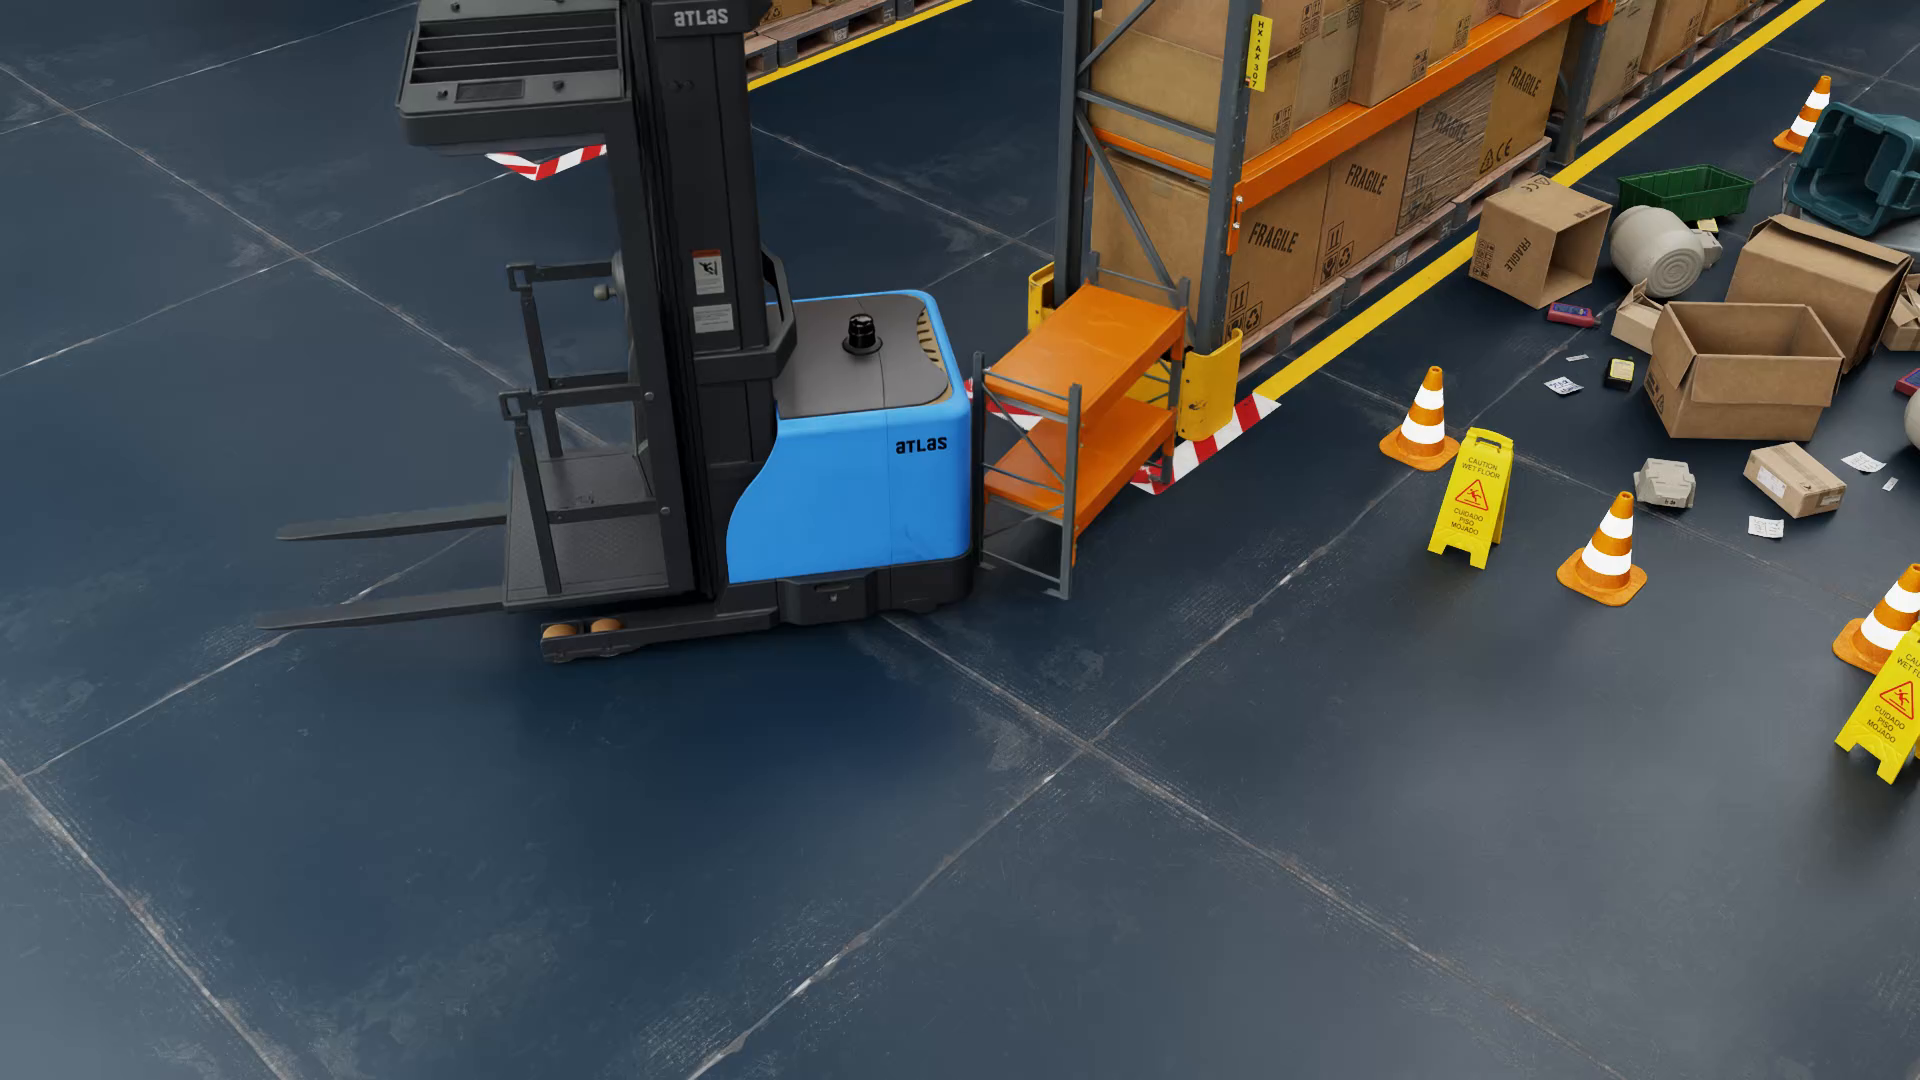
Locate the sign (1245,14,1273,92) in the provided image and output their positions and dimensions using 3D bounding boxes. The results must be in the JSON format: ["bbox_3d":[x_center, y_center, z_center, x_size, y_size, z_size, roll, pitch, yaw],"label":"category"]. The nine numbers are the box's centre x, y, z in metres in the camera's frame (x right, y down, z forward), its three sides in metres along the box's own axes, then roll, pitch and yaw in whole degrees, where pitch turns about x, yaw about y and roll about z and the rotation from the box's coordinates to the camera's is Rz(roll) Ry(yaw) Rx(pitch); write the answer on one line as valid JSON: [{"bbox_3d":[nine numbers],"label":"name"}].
[{"bbox_3d":[1.301,-2.122,7.249,0.100,0.325,0.005,30,47,32],"label":"sign"}]

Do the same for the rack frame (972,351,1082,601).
[{"bbox_3d":[0.274,-0.259,7.172,0.500,1.125,0.032,21,43,24],"label":"rack frame"}]

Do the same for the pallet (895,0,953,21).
[{"bbox_3d":[-0.426,-4.540,13.290,1.003,0.211,1.213,30,47,32],"label":"pallet"}]

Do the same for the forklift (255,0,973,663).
[{"bbox_3d":[-1.510,-0.982,6.630,3.031,2.935,1.130,-7,39,-8],"label":"forklift"}]

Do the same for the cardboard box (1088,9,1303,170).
[{"bbox_3d":[1.113,-2.236,8.031,0.875,0.550,0.550,30,47,32],"label":"cardboard box"}]

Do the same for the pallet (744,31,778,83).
[{"bbox_3d":[-2.072,-3.419,11.880,1.003,0.211,1.213,30,47,32],"label":"pallet"}]

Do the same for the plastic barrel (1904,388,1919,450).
[{"bbox_3d":[4.894,-0.532,8.079,0.421,0.421,0.512,-5,39,-6],"label":"plastic barrel"}]

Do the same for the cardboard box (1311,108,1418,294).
[{"bbox_3d":[1.897,-2.065,9.307,0.875,0.875,0.875,29,47,31],"label":"cardboard box"}]

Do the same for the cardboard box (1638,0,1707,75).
[{"bbox_3d":[4.600,-3.874,11.682,1.050,0.750,0.750,30,47,32],"label":"cardboard box"}]

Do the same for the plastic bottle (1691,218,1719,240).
[{"bbox_3d":[4.522,-1.915,10.109,0.133,0.061,0.283,8,39,10],"label":"plastic bottle"}]

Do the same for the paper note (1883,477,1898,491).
[{"bbox_3d":[4.525,-0.272,8.084,0.032,0.001,0.123,30,47,32],"label":"paper note"}]

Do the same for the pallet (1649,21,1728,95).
[{"bbox_3d":[4.882,-3.683,12.213,1.003,0.211,1.213,30,47,32],"label":"pallet"}]

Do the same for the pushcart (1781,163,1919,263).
[{"bbox_3d":[5.600,-1.702,9.587,1.648,0.377,0.936,14,41,17],"label":"pushcart"}]

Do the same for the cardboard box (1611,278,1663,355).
[{"bbox_3d":[3.794,-1.192,9.036,0.258,0.266,0.396,-26,45,-29],"label":"cardboard box"}]

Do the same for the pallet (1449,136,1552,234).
[{"bbox_3d":[3.024,-2.418,10.621,1.003,0.211,1.213,30,47,32],"label":"pallet"}]

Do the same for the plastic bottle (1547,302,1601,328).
[{"bbox_3d":[3.430,-1.251,9.274,0.283,0.061,0.133,14,41,17],"label":"plastic bottle"}]

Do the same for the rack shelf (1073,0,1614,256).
[{"bbox_3d":[2.245,-2.625,9.219,1.077,0.370,4.000,30,47,32],"label":"rack shelf"}]

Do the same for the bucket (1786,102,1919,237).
[{"bbox_3d":[5.204,-2.109,9.401,0.620,0.611,0.726,-10,38,-28],"label":"bucket"}]

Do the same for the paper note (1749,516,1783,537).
[{"bbox_3d":[3.786,-0.064,7.806,0.148,0.019,0.142,14,41,17],"label":"paper note"}]

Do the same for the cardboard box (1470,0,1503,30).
[{"bbox_3d":[2.549,-3.249,9.305,0.875,0.550,0.550,30,47,32],"label":"cardboard box"}]

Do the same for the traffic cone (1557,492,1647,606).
[{"bbox_3d":[2.907,-0.012,7.393,0.336,0.463,0.334,30,47,32],"label":"traffic cone"}]

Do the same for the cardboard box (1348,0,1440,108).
[{"bbox_3d":[1.938,-2.702,8.618,0.875,0.550,0.550,30,47,32],"label":"cardboard box"}]

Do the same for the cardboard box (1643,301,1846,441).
[{"bbox_3d":[3.934,-0.849,8.413,0.797,0.503,0.637,2,39,2],"label":"cardboard box"}]

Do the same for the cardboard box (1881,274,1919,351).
[{"bbox_3d":[5.182,-1.250,9.109,0.258,0.266,0.396,2,39,2],"label":"cardboard box"}]

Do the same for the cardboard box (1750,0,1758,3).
[{"bbox_3d":[5.816,-4.705,12.727,1.050,0.750,0.750,29,47,31],"label":"cardboard box"}]

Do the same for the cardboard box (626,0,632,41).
[{"bbox_3d":[-2.264,-3.583,11.517,0.500,0.500,0.500,-25,45,-28],"label":"cardboard box"}]

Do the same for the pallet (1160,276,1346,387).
[{"bbox_3d":[1.377,-1.297,9.211,1.003,0.211,1.213,30,47,32],"label":"pallet"}]

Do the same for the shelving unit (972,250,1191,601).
[{"bbox_3d":[0.541,-0.528,7.511,0.538,1.125,1.048,21,43,24],"label":"shelving unit"}]

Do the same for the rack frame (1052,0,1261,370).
[{"bbox_3d":[0.896,-1.988,7.840,1.000,3.000,0.127,30,47,32],"label":"rack frame"}]

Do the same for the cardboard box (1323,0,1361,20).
[{"bbox_3d":[1.478,-2.915,8.017,0.875,0.550,0.550,30,47,32],"label":"cardboard box"}]

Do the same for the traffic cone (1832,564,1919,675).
[{"bbox_3d":[3.956,0.298,7.004,0.336,0.463,0.334,30,47,32],"label":"traffic cone"}]

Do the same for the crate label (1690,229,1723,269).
[{"bbox_3d":[4.326,-1.725,9.809,0.298,0.136,0.250,2,39,2],"label":"crate label"}]

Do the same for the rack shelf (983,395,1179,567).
[{"bbox_3d":[0.541,-0.337,7.663,0.538,0.278,1.000,21,43,24],"label":"rack shelf"}]

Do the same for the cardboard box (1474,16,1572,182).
[{"bbox_3d":[3.118,-2.899,10.355,0.875,0.875,0.875,30,48,32],"label":"cardboard box"}]

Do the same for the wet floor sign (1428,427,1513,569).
[{"bbox_3d":[2.338,-0.222,7.510,0.267,0.644,0.232,22,43,25],"label":"wet floor sign"}]

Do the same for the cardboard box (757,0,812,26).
[{"bbox_3d":[-1.449,-4.151,12.232,0.500,0.500,0.500,-29,47,-32],"label":"cardboard box"}]
